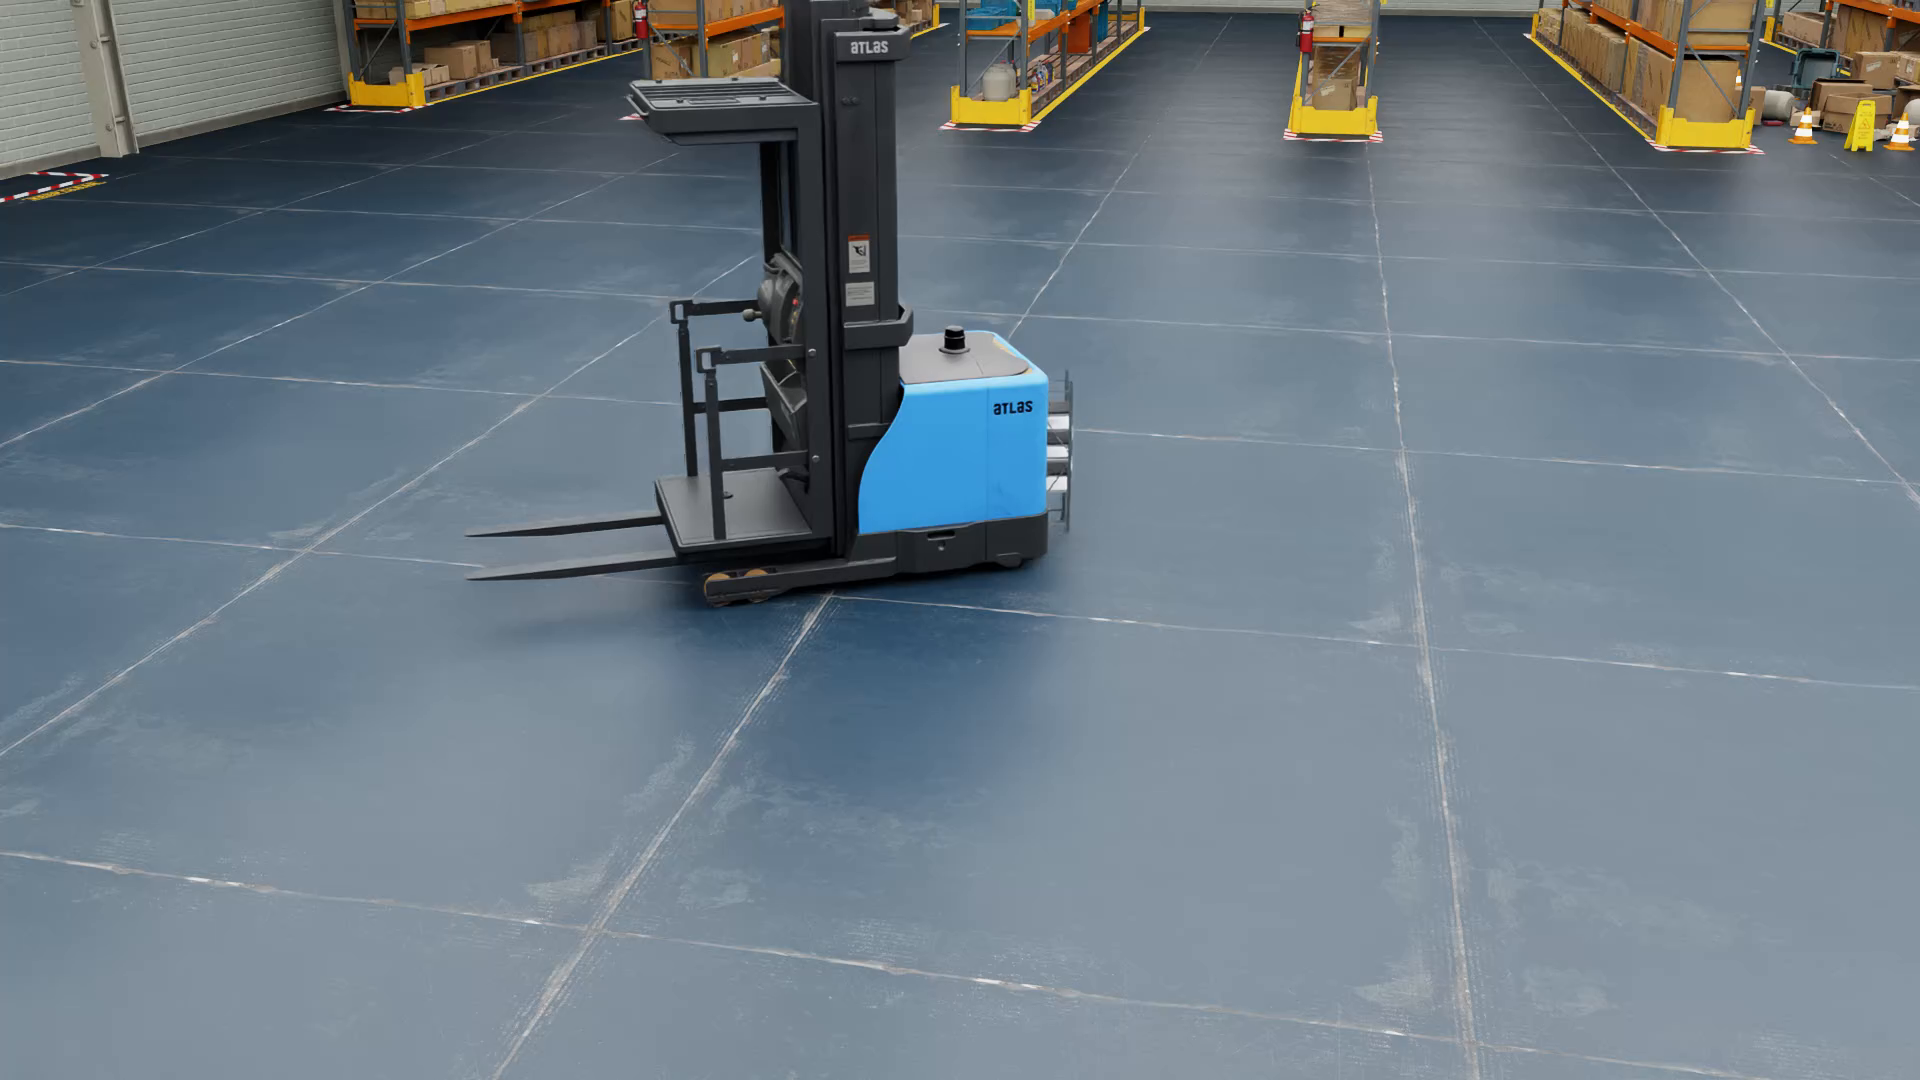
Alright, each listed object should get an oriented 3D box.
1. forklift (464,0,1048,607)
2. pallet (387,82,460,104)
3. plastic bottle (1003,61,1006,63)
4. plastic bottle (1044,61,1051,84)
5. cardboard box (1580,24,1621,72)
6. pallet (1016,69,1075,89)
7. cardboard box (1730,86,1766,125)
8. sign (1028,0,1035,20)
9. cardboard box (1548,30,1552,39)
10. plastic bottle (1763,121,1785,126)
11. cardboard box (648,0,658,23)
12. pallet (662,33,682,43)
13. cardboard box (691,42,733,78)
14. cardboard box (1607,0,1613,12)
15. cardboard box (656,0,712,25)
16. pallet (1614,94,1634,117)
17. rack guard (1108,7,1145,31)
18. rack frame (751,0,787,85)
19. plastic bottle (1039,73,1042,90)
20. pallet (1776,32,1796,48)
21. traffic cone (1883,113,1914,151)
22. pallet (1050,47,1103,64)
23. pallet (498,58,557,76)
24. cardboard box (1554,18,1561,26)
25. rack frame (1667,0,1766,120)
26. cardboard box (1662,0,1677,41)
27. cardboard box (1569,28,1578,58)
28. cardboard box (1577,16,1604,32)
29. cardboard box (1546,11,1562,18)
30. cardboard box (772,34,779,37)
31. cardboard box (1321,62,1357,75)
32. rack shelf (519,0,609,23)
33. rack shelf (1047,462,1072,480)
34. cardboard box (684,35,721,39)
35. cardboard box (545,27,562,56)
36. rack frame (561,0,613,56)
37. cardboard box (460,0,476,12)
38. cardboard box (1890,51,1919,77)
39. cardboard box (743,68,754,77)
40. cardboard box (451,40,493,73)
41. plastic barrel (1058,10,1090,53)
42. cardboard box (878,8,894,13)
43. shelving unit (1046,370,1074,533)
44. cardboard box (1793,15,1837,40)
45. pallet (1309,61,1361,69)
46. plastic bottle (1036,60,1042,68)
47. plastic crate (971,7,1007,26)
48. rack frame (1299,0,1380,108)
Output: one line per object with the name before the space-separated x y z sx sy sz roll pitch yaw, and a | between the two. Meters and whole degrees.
forklift | -1.100 -1.238 8.505 3.031 2.935 1.130 -6 23 -15
pallet | -8.989 -7.396 27.435 1.003 0.211 1.213 4 22 11
plastic bottle | 0.739 -7.787 27.629 0.144 0.351 0.185 5 22 12
plastic bottle | 1.421 -7.722 27.470 0.144 0.351 0.185 3 22 8
cardboard box | 11.597 -8.680 29.341 1.050 0.750 0.750 4 22 10
pallet | 1.432 -8.071 29.112 1.003 0.211 1.213 4 22 11
cardboard box | 11.681 -6.478 24.766 0.500 0.500 0.500 8 23 20
sign | 1.031 -7.697 24.079 0.100 0.325 0.005 4 22 11
cardboard box | 12.583 -10.628 34.982 0.380 0.149 0.250 4 22 11
plastic bottle | 12.019 -6.152 24.547 0.283 0.061 0.133 -3 22 -8
cardboard box | -6.940 -11.380 35.911 0.750 0.750 0.750 5 23 13
pallet | -6.840 -11.174 36.817 1.003 0.211 1.213 4 22 11
cardboard box | -3.928 -7.620 26.374 0.500 0.500 0.500 4 22 11
cardboard box | 11.146 -9.095 27.788 0.500 0.500 0.500 4 22 10
cardboard box | -4.247 -8.207 25.582 0.700 0.500 0.500 4 22 11
pallet | 10.762 -6.717 25.748 1.003 0.211 1.213 4 22 11
rack guard | 3.750 -12.314 39.259 1.175 0.500 0.348 4 22 11
rack frame | -3.539 -9.454 28.812 1.000 3.000 0.127 4 22 11
plastic bottle | 1.259 -7.352 26.656 0.097 0.271 0.097 0 22 0
pallet | 18.222 -10.739 35.735 1.003 0.211 1.213 4 22 11
traffic cone | 12.713 -5.518 22.435 0.336 0.463 0.334 4 22 11
pallet | 2.246 -9.536 32.748 1.003 0.211 1.213 4 22 11
pallet | -8.232 -8.821 30.974 1.003 0.211 1.213 4 22 11
cardboard box | 12.501 -10.694 34.350 0.380 0.149 0.250 4 22 10
rack frame | 10.177 -6.819 22.271 1.000 3.000 0.127 4 22 11
cardboard box | 10.299 -7.231 23.092 0.875 0.550 0.550 4 22 11
cardboard box | 11.890 -9.425 31.525 0.500 0.500 0.500 3 22 9
cardboard box | 11.785 -9.584 30.915 0.500 0.250 0.500 5 22 12
cardboard box | 12.918 -11.364 36.013 0.380 0.149 0.250 3 22 8
cardboard box | -3.103 -8.948 29.924 0.500 0.311 0.500 4 22 10
cardboard box | 5.878 -7.146 25.866 0.500 0.500 0.500 2 22 6
rack shelf | -7.981 -10.228 31.697 1.077 0.370 4.000 4 22 11
rack shelf | 0.496 -0.379 9.419 0.258 0.077 0.200 -1 22 -4
cardboard box | -4.244 -8.026 27.383 0.500 0.500 0.500 4 22 11
cardboard box | -8.055 -9.521 31.737 0.700 0.500 0.500 5 22 12
rack frame | -7.573 -11.293 33.378 1.000 3.000 0.127 4 22 11
cardboard box | -8.488 -9.023 27.915 0.500 0.250 0.500 5 22 11
cardboard box | 16.551 -8.175 28.591 0.950 0.372 0.625 3 22 7
cardboard box | -3.720 -7.638 27.422 0.500 0.250 0.500 4 22 11
cardboard box | -8.562 -8.492 29.181 0.500 0.500 0.500 3 22 7
plastic barrel | 2.209 -9.906 32.278 0.600 0.830 0.708 4 22 11
cardboard box | -1.726 -11.222 35.959 0.500 0.500 0.500 4 22 11
shelving unit | 0.496 -0.493 9.373 0.258 0.900 0.210 -1 22 -4
cardboard box | 18.093 -10.752 34.904 0.875 0.438 0.875 5 22 12
pallet | 6.814 -8.581 30.377 1.003 0.211 1.213 4 22 11
plastic bottle | 1.319 -7.804 27.672 0.144 0.351 0.185 4 22 11
plastic crate | 0.441 -7.986 25.366 0.499 0.251 0.408 4 22 11
rack frame | 5.342 -7.234 23.301 1.000 3.000 0.127 4 22 11
